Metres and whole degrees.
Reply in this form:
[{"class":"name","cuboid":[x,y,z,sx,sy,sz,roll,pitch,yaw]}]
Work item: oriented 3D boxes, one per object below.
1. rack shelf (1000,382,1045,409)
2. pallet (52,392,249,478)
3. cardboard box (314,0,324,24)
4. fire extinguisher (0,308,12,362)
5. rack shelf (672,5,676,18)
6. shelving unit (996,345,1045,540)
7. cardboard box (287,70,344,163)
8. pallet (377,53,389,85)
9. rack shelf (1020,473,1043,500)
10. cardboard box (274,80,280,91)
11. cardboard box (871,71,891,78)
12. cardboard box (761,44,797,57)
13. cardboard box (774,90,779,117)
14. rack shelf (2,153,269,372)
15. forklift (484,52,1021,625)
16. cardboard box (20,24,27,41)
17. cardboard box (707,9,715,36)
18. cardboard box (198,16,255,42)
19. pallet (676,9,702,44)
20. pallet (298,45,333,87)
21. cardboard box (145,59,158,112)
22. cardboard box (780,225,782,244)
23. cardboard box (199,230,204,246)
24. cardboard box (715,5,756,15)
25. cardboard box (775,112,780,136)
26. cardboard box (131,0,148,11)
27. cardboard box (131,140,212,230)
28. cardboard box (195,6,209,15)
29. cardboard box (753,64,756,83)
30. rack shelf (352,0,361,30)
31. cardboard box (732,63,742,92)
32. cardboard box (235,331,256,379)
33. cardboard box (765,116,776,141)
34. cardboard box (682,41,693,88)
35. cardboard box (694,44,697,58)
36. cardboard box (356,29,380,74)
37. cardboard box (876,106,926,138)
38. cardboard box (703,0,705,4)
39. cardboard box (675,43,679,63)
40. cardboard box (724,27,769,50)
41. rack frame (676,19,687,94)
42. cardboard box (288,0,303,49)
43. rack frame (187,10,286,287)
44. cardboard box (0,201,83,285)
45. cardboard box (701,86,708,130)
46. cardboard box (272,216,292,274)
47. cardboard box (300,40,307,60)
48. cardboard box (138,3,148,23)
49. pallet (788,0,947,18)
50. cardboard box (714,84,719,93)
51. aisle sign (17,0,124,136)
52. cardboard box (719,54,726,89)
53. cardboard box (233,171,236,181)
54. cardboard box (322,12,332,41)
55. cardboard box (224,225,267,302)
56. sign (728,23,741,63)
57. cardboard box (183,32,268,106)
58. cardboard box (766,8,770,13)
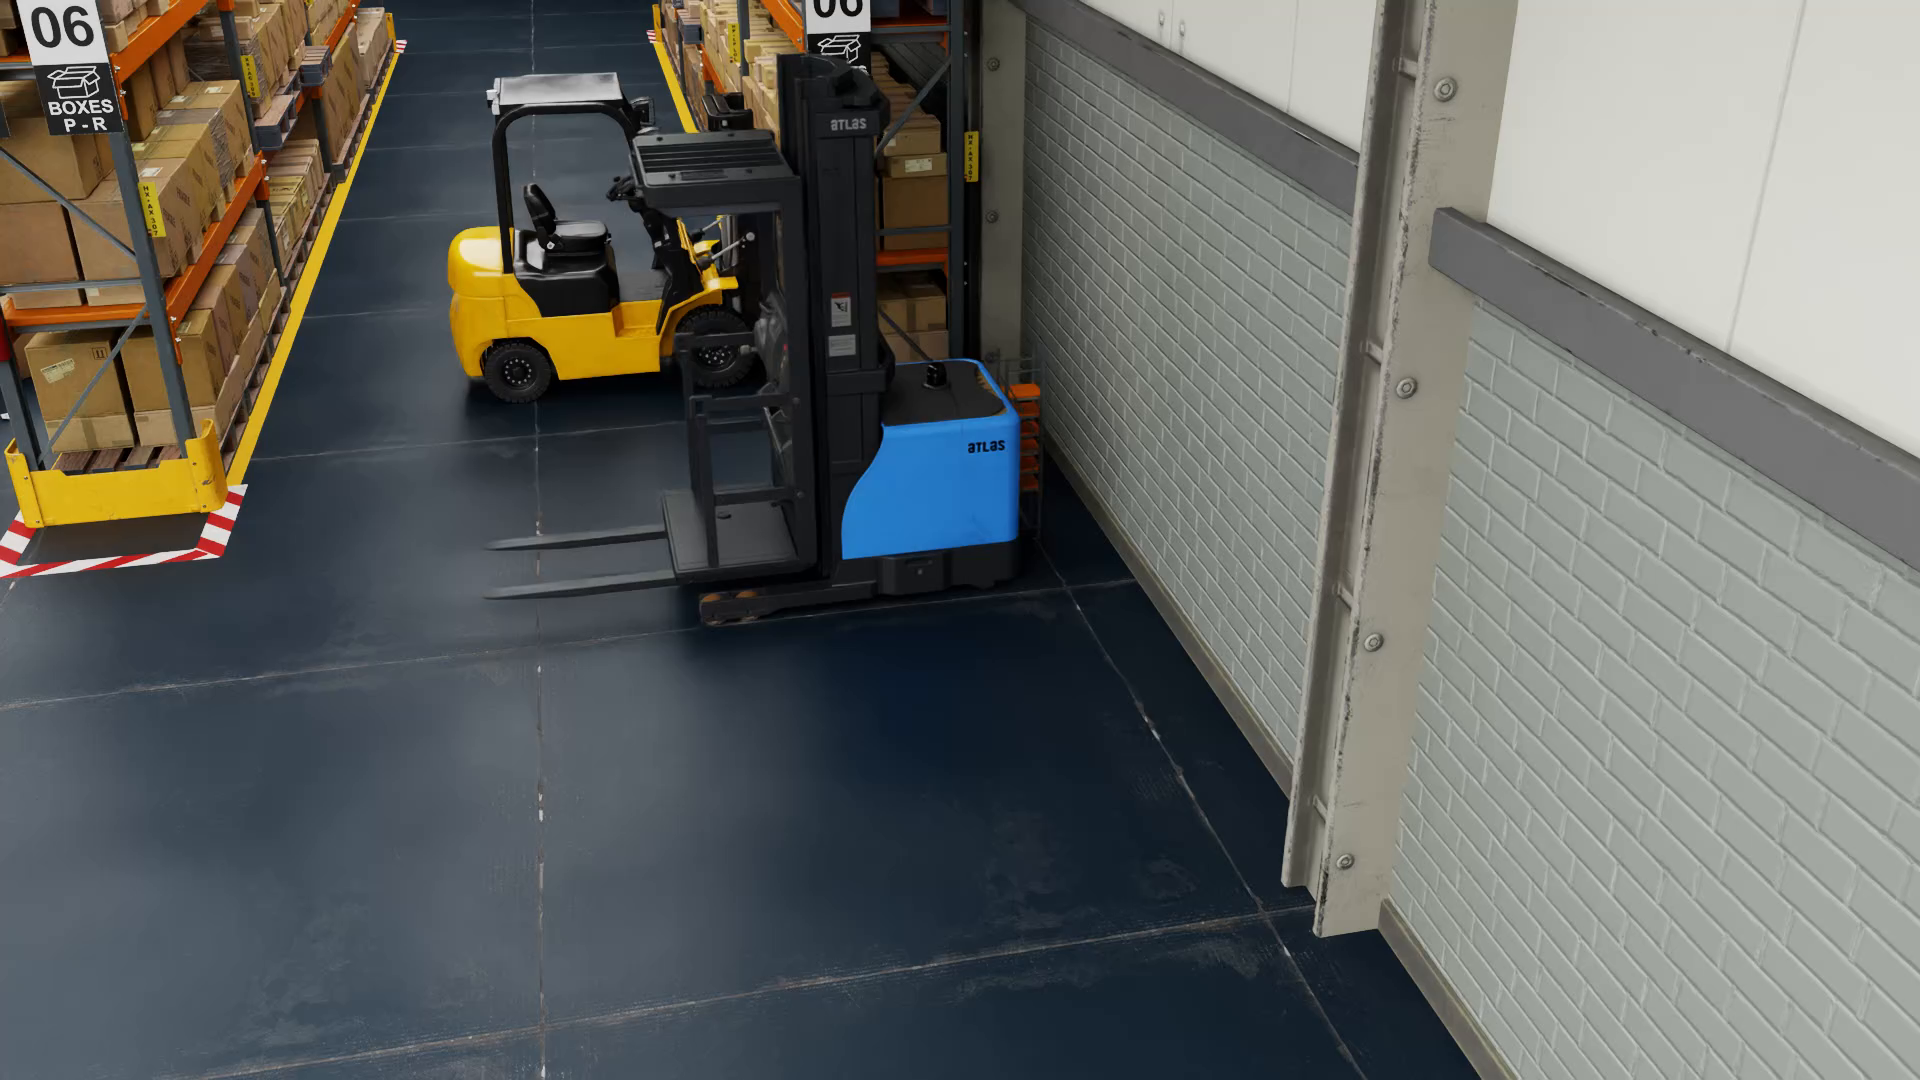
[{"class":"rack shelf","cuboid":[0.355,-0.852,9.906,0.258,0.103,0.180,-7,28,-13]},{"class":"pallet","cuboid":[-5.474,-0.658,11.320,1.003,0.211,1.213,-6,27,-12]},{"class":"cardboard box","cuboid":[-7.100,-5.652,17.731,0.500,0.250,0.500,-5,27,-10]},{"class":"fire extinguisher","cuboid":[-5.731,-1.378,9.737,0.296,0.674,0.183,-6,27,-12]},{"class":"rack shelf","cuboid":[-3.628,-7.840,23.252,1.077,0.370,4.000,-6,27,-12]},{"class":"shelving unit","cuboid":[0.355,-0.570,10.048,0.258,1.200,0.189,-7,28,-13]},{"class":"cardboard box","cuboid":[-7.185,-4.572,17.872,0.875,0.875,0.875,-6,27,-12]},{"class":"pallet","cuboid":[-8.386,-6.411,22.718,1.003,0.211,1.213,-6,27,-12]},{"class":"rack shelf","cuboid":[0.355,-0.316,10.176,0.258,0.103,0.180,-7,28,-13]},{"class":"cardboard box","cuboid":[-6.283,-4.069,14.795,0.380,0.149,0.250,-6,27,-11]},{"class":"cardboard box","cuboid":[-0.724,-3.449,12.593,0.380,0.149,0.250,-5,27,-10]},{"class":"cardboard box","cuboid":[-1.427,-3.964,13.614,0.380,0.149,0.250,-6,27,-11]},{"class":"cardboard box","cuboid":[-1.144,-3.168,12.037,0.380,0.149,0.250,-5,27,-11]},{"class":"rack shelf","cuboid":[-5.758,-2.066,11.813,1.077,0.370,4.000,-6,27,-12]},{"class":"forklift","cuboid":[-1.219,-1.097,9.170,3.031,2.935,1.130,-6,27,-12]},{"class":"cardboard box","cuboid":[-5.775,-3.091,9.994,0.380,0.149,0.250,-5,27,-10]},{"class":"cardboard box","cuboid":[-2.302,-5.244,16.922,0.500,0.250,0.500,-5,27,-10]},{"class":"cardboard box","cuboid":[-5.971,-4.162,13.541,0.380,0.149,0.250,-6,27,-12]},{"class":"pallet","cuboid":[-2.497,-5.732,18.490,1.213,0.211,1.003,-6,27,-12]},{"class":"pallet","cuboid":[-6.846,-4.634,16.315,1.213,0.211,1.003,-6,27,-12]},{"class":"cardboard box","cuboid":[-6.141,-3.225,11.759,0.700,0.500,0.500,-7,28,-13]},{"class":"cardboard box","cuboid":[-1.231,-2.259,12.873,0.500,0.250,0.500,-7,28,-13]},{"class":"cardboard box","cuboid":[-5.338,-2.028,11.218,0.380,0.149,0.250,-5,27,-10]},{"class":"cardboard box","cuboid":[-2.190,-5.126,16.246,0.380,0.149,0.250,-5,27,-11]},{"class":"cardboard box","cuboid":[-1.137,-3.034,12.101,0.380,0.149,0.250,-6,27,-11]},{"class":"cardboard box","cuboid":[-5.266,-3.384,10.134,0.500,0.250,0.500,-6,27,-12]},{"class":"cardboard box","cuboid":[-5.380,-2.374,11.183,0.500,0.500,0.500,-6,27,-13]},{"class":"cardboard box","cuboid":[-6.879,-4.485,14.899,0.500,0.500,0.500,-7,28,-14]},{"class":"cardboard box","cuboid":[-1.499,-3.825,13.669,0.380,0.149,0.250,-5,27,-10]},{"class":"rack shelf","cuboid":[-8.463,-7.334,22.251,1.077,0.370,4.000,-6,27,-12]},{"class":"cardboard box","cuboid":[-1.734,-4.117,14.690,0.500,0.250,0.500,-7,28,-13]},{"class":"cardboard box","cuboid":[-5.463,-1.315,12.111,0.500,0.250,0.500,-4,27,-8]},{"class":"cardboard box","cuboid":[-1.187,-2.922,12.600,0.500,0.500,0.500,-6,27,-11]},{"class":"cardboard box","cuboid":[-3.287,-6.120,21.353,0.500,0.500,0.500,-5,27,-9]},{"class":"cardboard box","cuboid":[-3.054,-6.002,20.401,0.380,0.149,0.250,-6,27,-12]},{"class":"cardboard box","cuboid":[-8.251,-6.501,22.178,0.875,0.438,0.875,-7,28,-13]},{"class":"cardboard box","cuboid":[-0.440,-2.884,11.474,0.380,0.149,0.250,-5,27,-11]},{"class":"cardboard box","cuboid":[-2.491,-5.692,17.367,0.380,0.149,0.250,-5,27,-10]},{"class":"cardboard box","cuboid":[-3.669,-6.622,22.608,0.396,0.266,0.258,-5,27,-10]},{"class":"cardboard box","cuboid":[-1.936,-4.559,15.123,0.380,0.149,0.250,-7,28,-13]},{"class":"rack frame","cuboid":[-3.177,-7.283,21.351,1.000,3.000,0.127,-6,27,-12]},{"class":"cardboard box","cuboid":[-6.610,-4.989,15.899,0.500,0.500,0.500,-6,27,-12]},{"class":"rack frame","cuboid":[-6.209,-3.266,13.391,1.000,3.000,0.127,-6,27,-12]},{"class":"cardboard box","cuboid":[-5.699,-1.897,10.239,0.500,0.500,0.500,-6,27,-13]},{"class":"cardboard box","cuboid":[-2.683,-4.983,19.102,0.500,0.500,0.500,-6,27,-12]},{"class":"cardboard box","cuboid":[-6.330,-2.510,14.344,0.950,0.372,0.625,-6,27,-11]},{"class":"cardboard box","cuboid":[-6.576,-4.760,16.165,0.380,0.149,0.250,-6,27,-12]},{"class":"cardboard box","cuboid":[-5.382,-3.363,10.535,0.380,0.149,0.250,-7,28,-13]},{"class":"pallet","cuboid":[-0.607,-3.628,10.878,1.003,0.211,1.213,-6,27,-12]},{"class":"cardboard box","cuboid":[-2.634,-5.079,18.573,0.380,0.149,0.250,-7,28,-14]},{"class":"aisle sign","cuboid":[-4.992,-2.674,9.334,0.394,0.787,0.004,-6,27,-12]},{"class":"cardboard box","cuboid":[-2.067,-4.566,16.134,0.500,0.250,0.500,-5,27,-10]},{"class":"cardboard box","cuboid":[-5.794,-2.812,12.771,0.380,0.149,0.250,-6,27,-11]},{"class":"cardboard box","cuboid":[-7.221,-5.650,18.280,0.500,0.250,0.500,-5,27,-10]},{"class":"cardboard box","cuboid":[-5.698,-2.105,12.844,0.500,0.500,0.500,-5,27,-11]},{"class":"sign","cuboid":[-1.901,-4.193,14.032,0.100,0.325,0.005,-6,27,-12]},{"class":"cardboard box","cuboid":[-6.035,-3.865,13.672,0.500,0.500,0.500,-5,27,-10]},{"class":"cardboard box","cuboid":[-1.732,-5.292,16.576,0.380,0.149,0.250,-6,27,-12]}]
